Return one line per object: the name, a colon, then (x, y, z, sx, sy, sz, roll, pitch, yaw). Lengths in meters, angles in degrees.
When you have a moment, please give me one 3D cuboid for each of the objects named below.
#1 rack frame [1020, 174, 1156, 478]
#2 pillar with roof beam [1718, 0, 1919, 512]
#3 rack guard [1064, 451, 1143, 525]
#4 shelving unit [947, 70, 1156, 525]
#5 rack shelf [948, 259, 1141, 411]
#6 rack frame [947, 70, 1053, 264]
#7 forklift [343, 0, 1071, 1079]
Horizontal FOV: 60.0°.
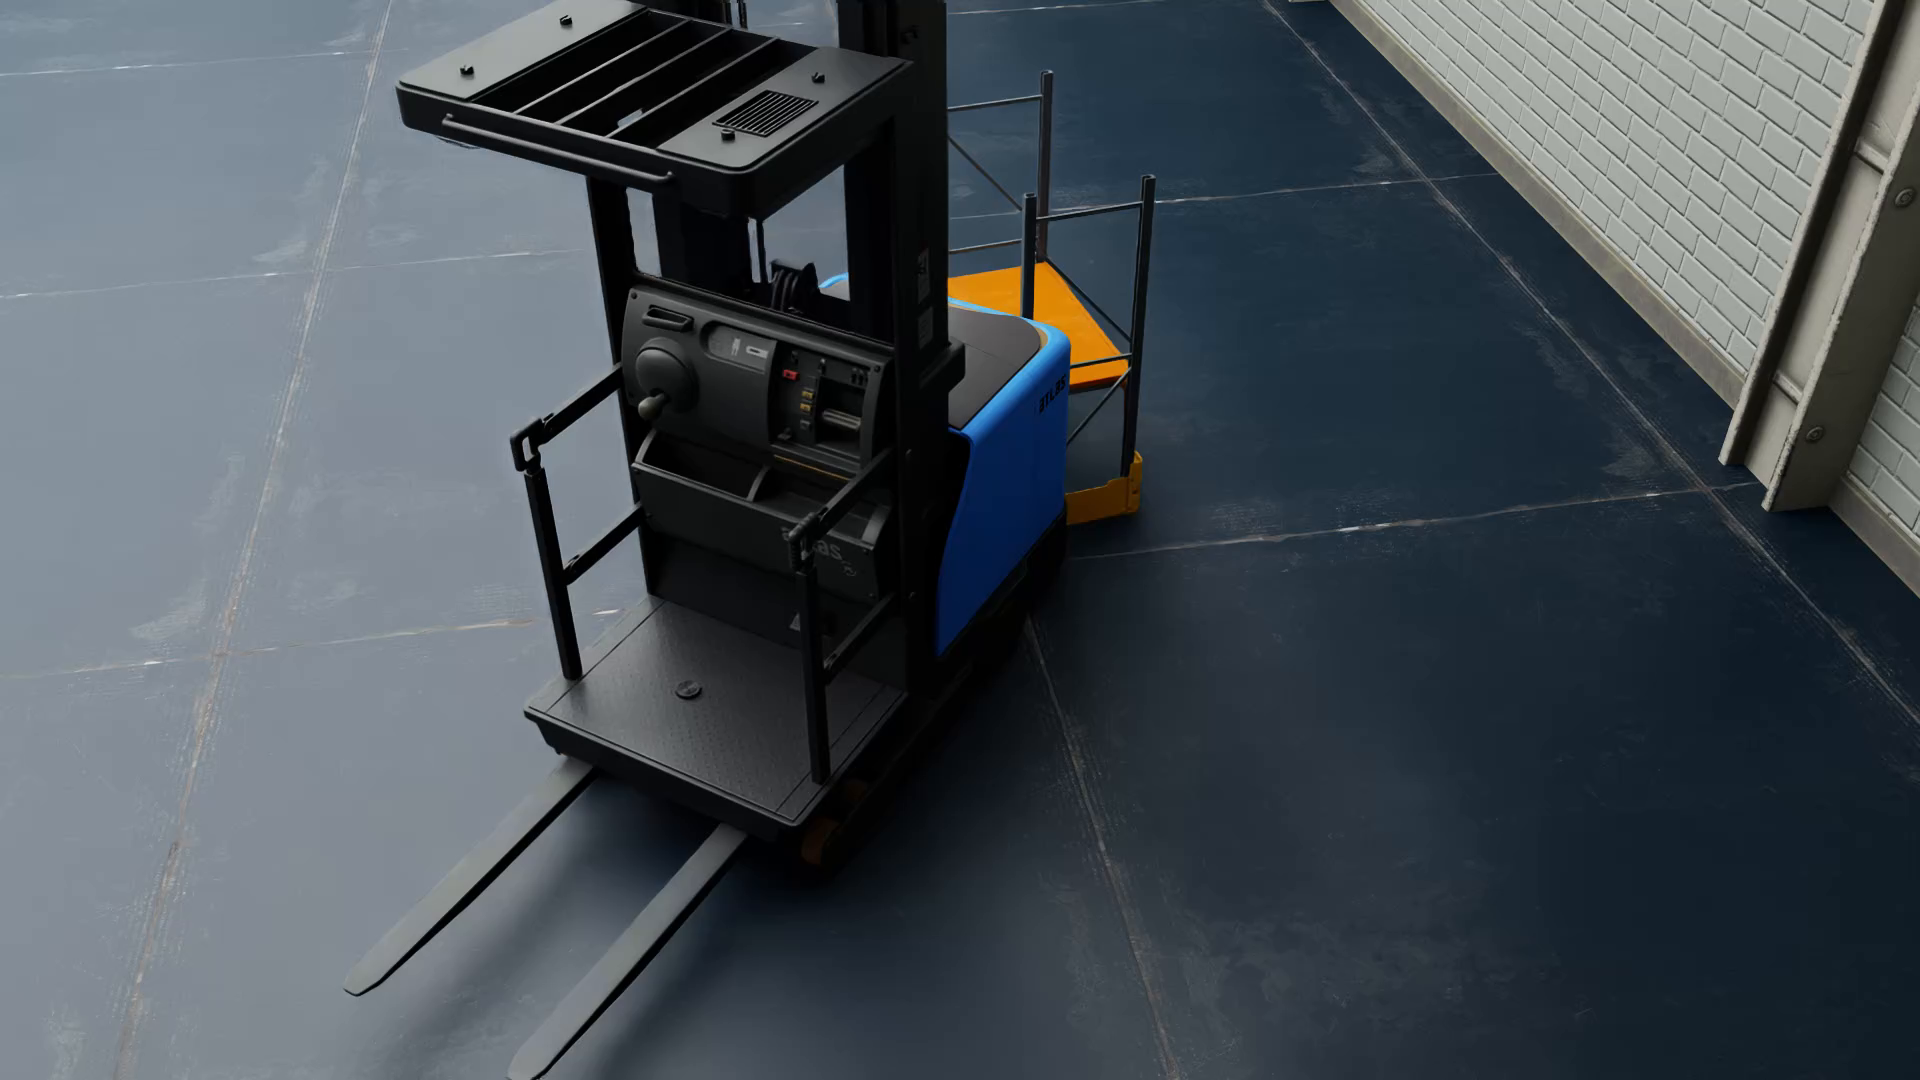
rack frame: (0.463, -0.671, 6.391, 0.500, 1.500, 0.032, -12, 39, -15)
pillar with roof beam: (-0.770, -3.342, 3.717, 9.100, 9.000, 0.400, -6, 38, -8)
rack guard: (0.457, -0.189, 6.789, 0.587, 0.250, 0.087, -12, 39, -15)
shelving unit: (0.297, -0.971, 6.778, 0.587, 1.500, 1.083, -12, 39, -15)
rack shelf: (0.300, -0.824, 6.882, 0.538, 0.185, 1.000, -12, 39, -15)
rack frame: (0.136, -1.262, 7.151, 0.500, 1.500, 0.032, -12, 39, -15)
forklift: (-0.739, -0.417, 4.898, 1.130, 2.935, 3.031, 19, 42, 22)
